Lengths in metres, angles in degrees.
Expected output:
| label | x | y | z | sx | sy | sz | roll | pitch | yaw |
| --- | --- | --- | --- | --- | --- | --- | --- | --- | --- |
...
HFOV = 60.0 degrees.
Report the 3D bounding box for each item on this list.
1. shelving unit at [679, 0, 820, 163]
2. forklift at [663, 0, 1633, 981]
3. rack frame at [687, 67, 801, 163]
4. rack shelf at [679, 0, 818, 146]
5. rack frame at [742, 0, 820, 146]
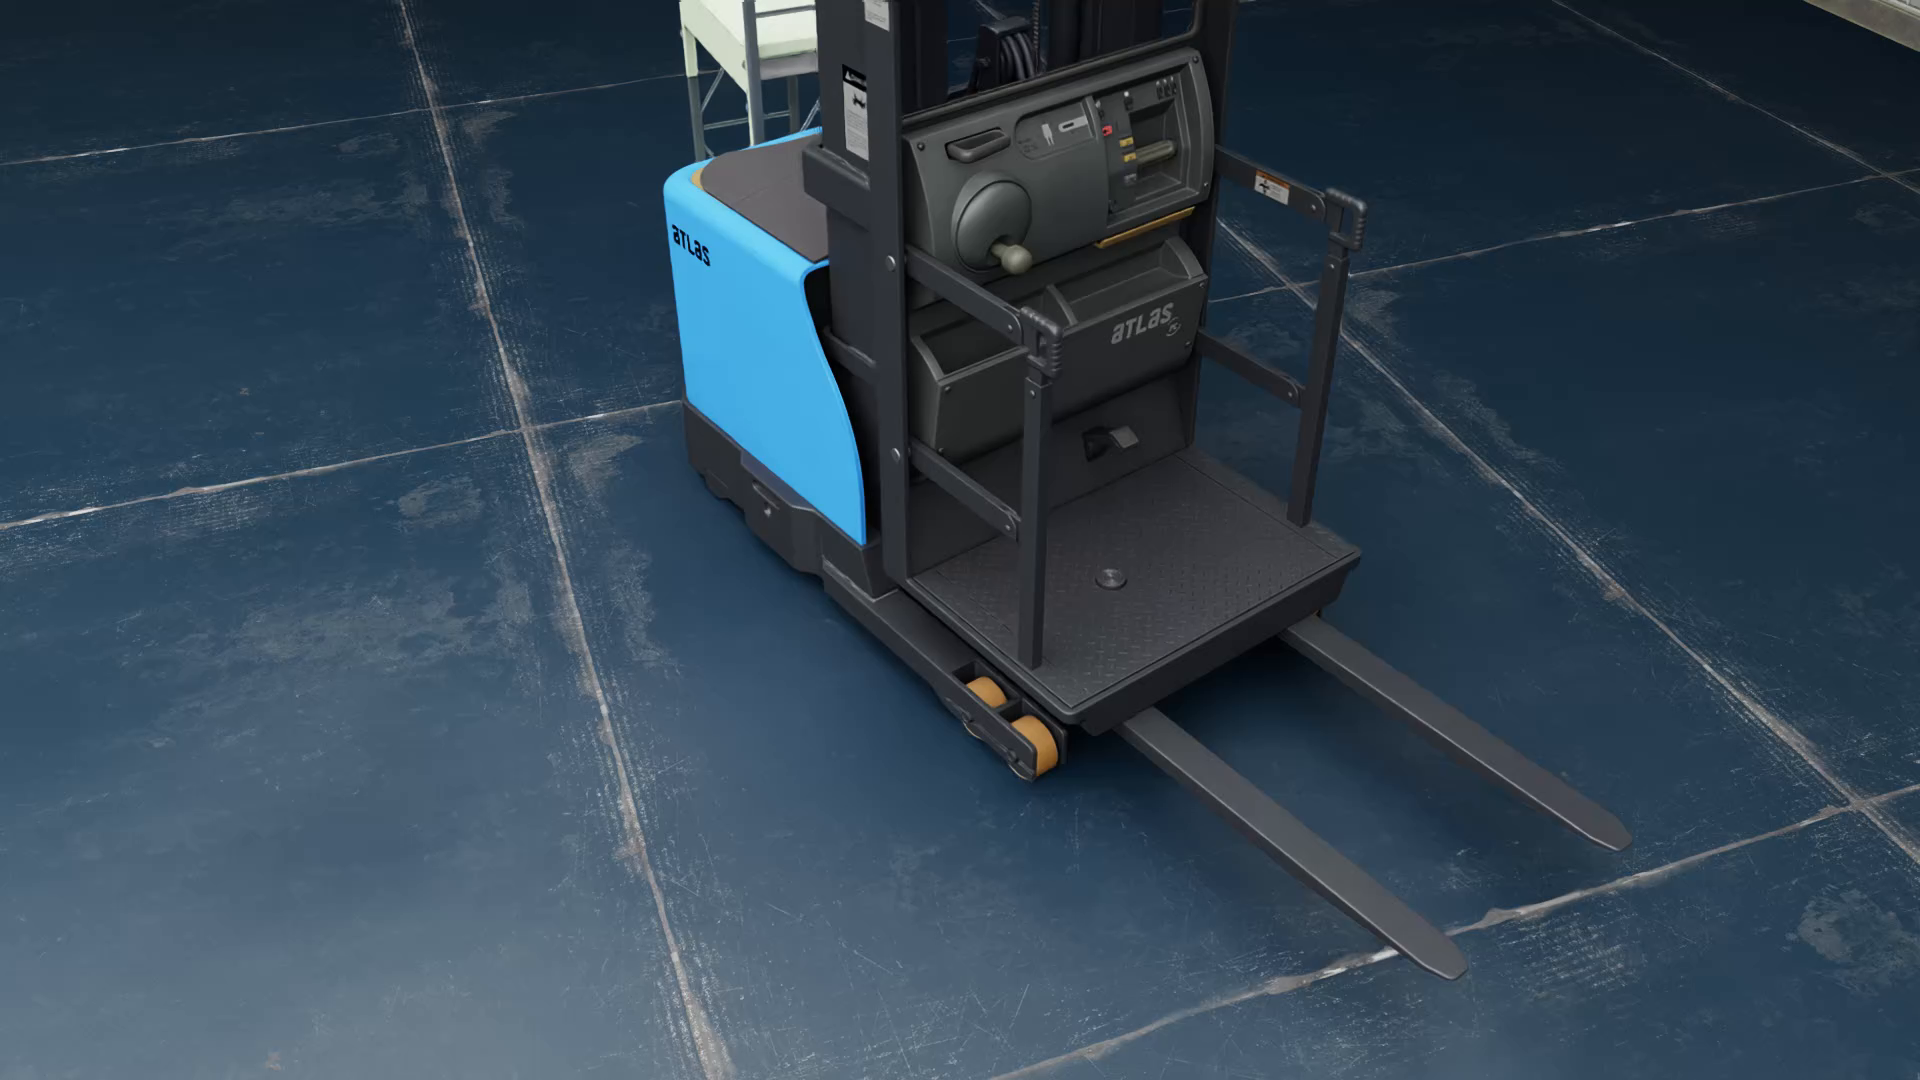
| label | x | y | z | sx | sy | sz | roll | pitch | yaw |
| --- | --- | --- | --- | --- | --- | --- | --- | --- | --- |
| shelving unit | -0.621 | -1.315 | 5.749 | 0.431 | 1.500 | 0.755 | -15 | 40 | -19 |
| forklift | 0.404 | -0.878 | 3.980 | 1.130 | 2.935 | 3.031 | -25 | 44 | -29 |
| rack frame | -0.772 | -1.516 | 6.016 | 0.400 | 1.500 | 0.023 | -15 | 40 | -19 |
| rack shelf | -0.621 | -1.627 | 5.514 | 0.431 | 0.370 | 0.720 | -15 | 40 | -19 |
| rack frame | -0.471 | -1.114 | 5.483 | 0.400 | 1.500 | 0.023 | -15 | 40 | -19 |
